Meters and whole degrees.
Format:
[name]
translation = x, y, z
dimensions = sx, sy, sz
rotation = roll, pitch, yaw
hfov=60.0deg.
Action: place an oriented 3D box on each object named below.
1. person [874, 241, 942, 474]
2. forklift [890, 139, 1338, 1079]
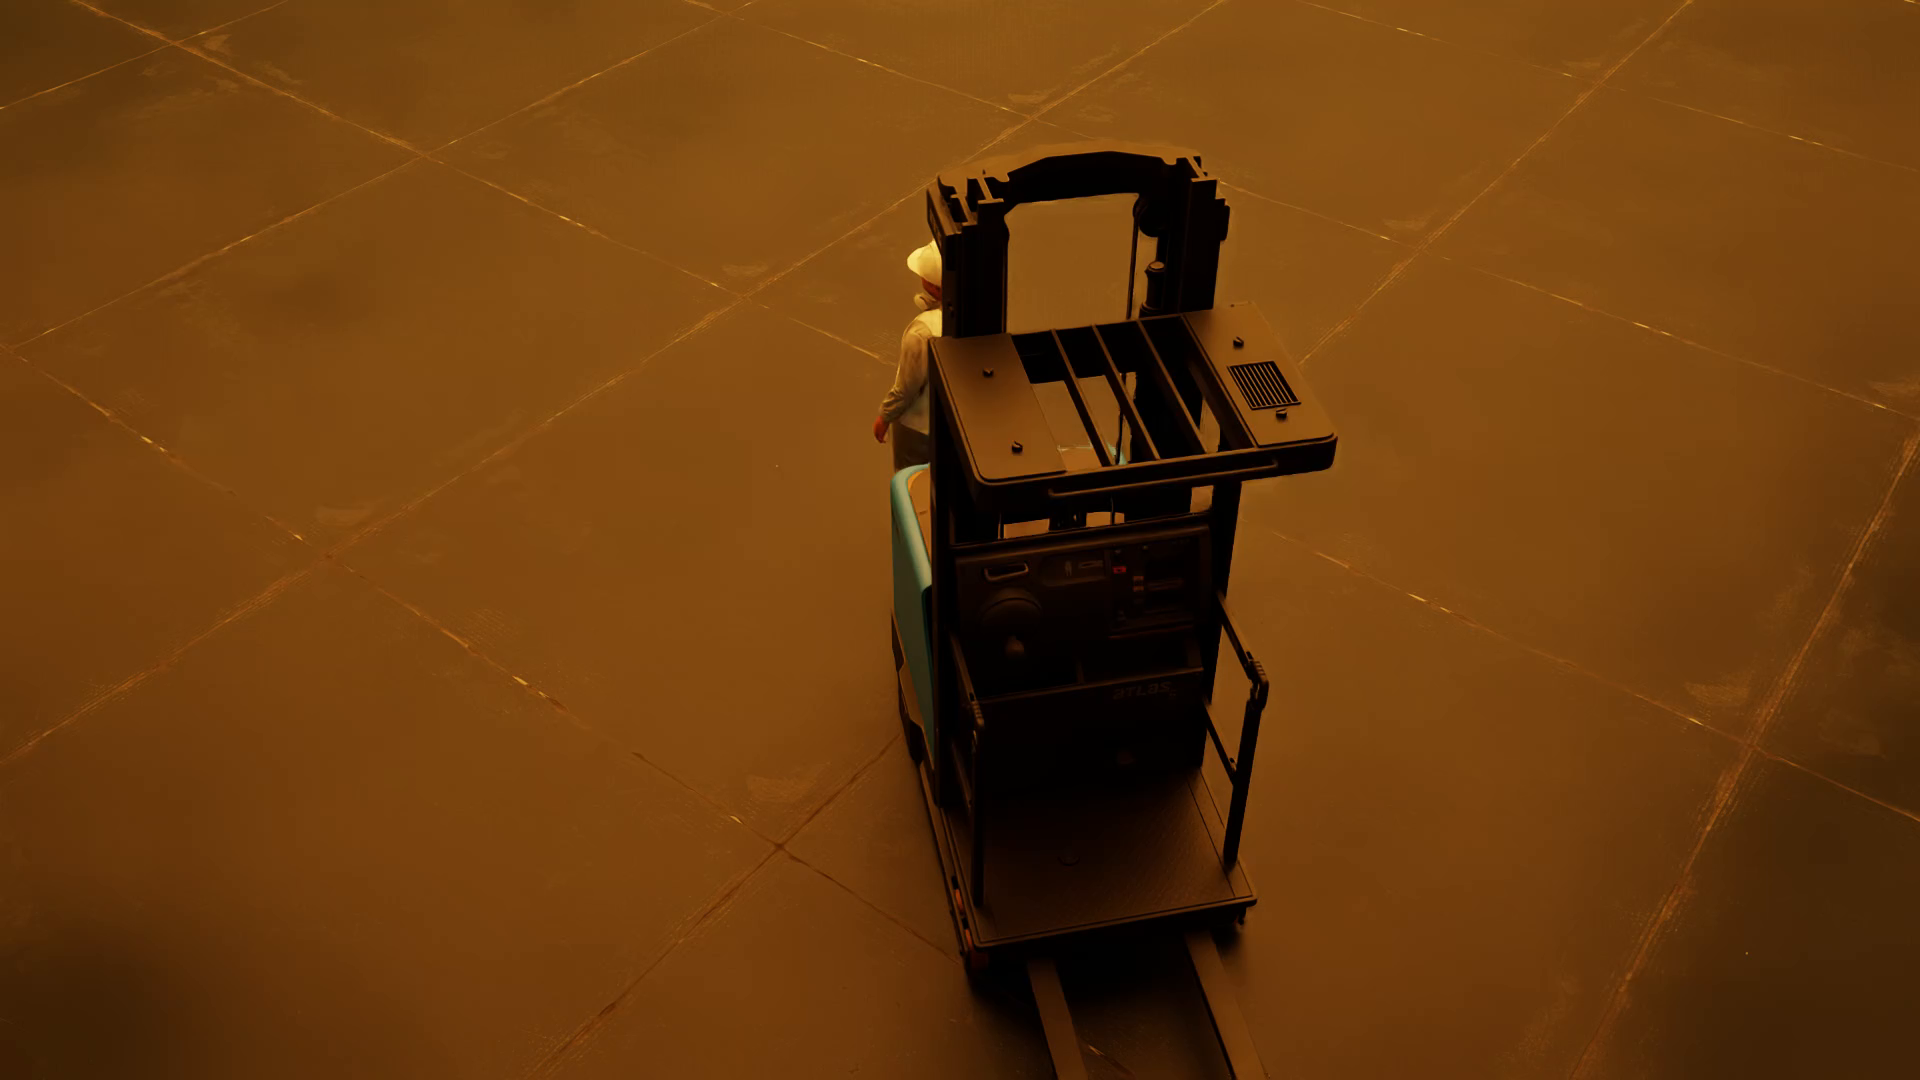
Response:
[person]
translation = -0.156, -0.694, 7.821
dimensions = 0.599, 1.749, 0.678
rotation = 31, 49, 31
[forklift]
translation = 0.491, 0.267, 5.761
dimensions = 1.130, 2.935, 3.031
rotation = -8, 41, -9
